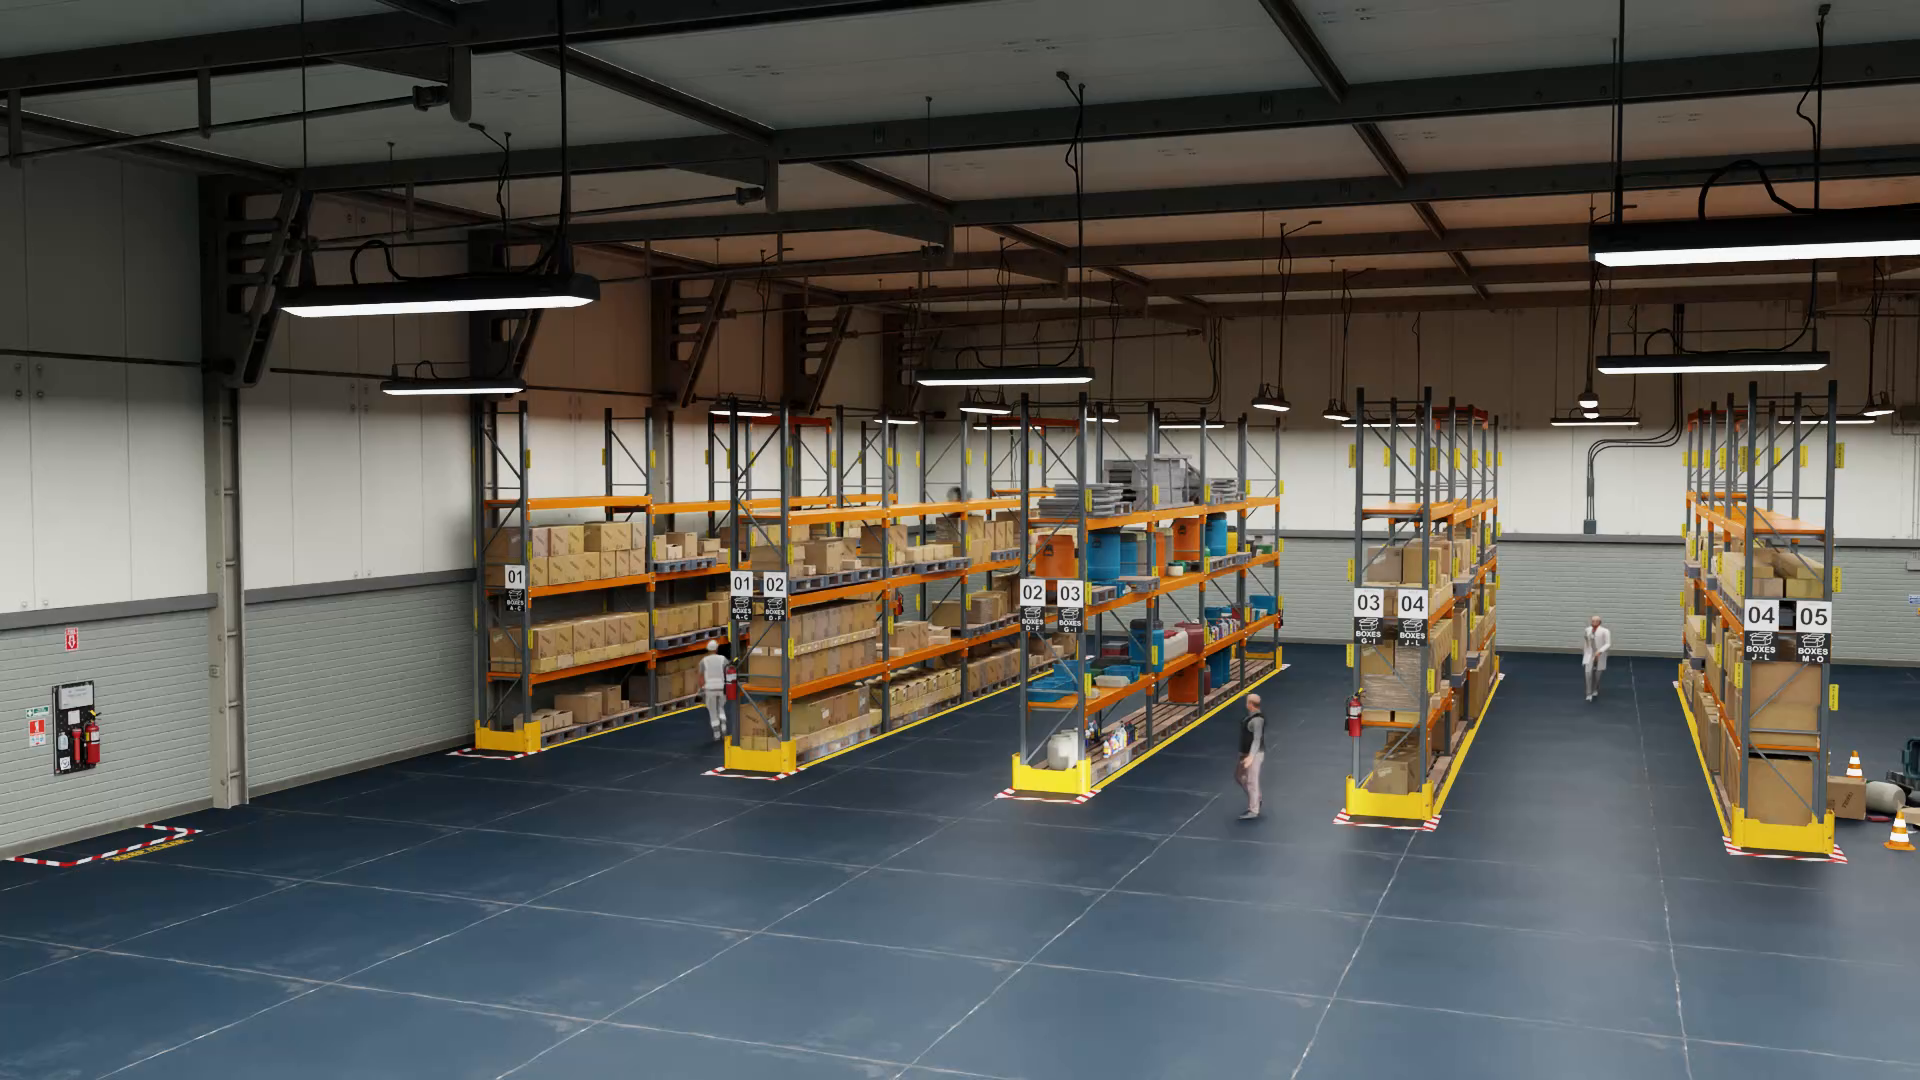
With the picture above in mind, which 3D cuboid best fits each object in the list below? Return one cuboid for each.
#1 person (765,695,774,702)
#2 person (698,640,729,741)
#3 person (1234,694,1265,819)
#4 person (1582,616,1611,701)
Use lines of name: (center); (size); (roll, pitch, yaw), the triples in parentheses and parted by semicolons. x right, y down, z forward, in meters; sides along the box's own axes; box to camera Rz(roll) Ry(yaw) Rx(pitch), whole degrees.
person: (-3.515, 2.549, 31.904); (0.402, 1.801, 0.563); (1, 3, 22)
person: (-4.384, 2.679, 29.506); (0.543, 1.818, 0.482); (-2, 3, -33)
person: (4.058, 3.005, 23.285); (0.478, 1.731, 0.630); (0, 3, -10)
person: (13.299, 2.483, 34.753); (0.551, 1.814, 0.935); (1, 3, 21)
